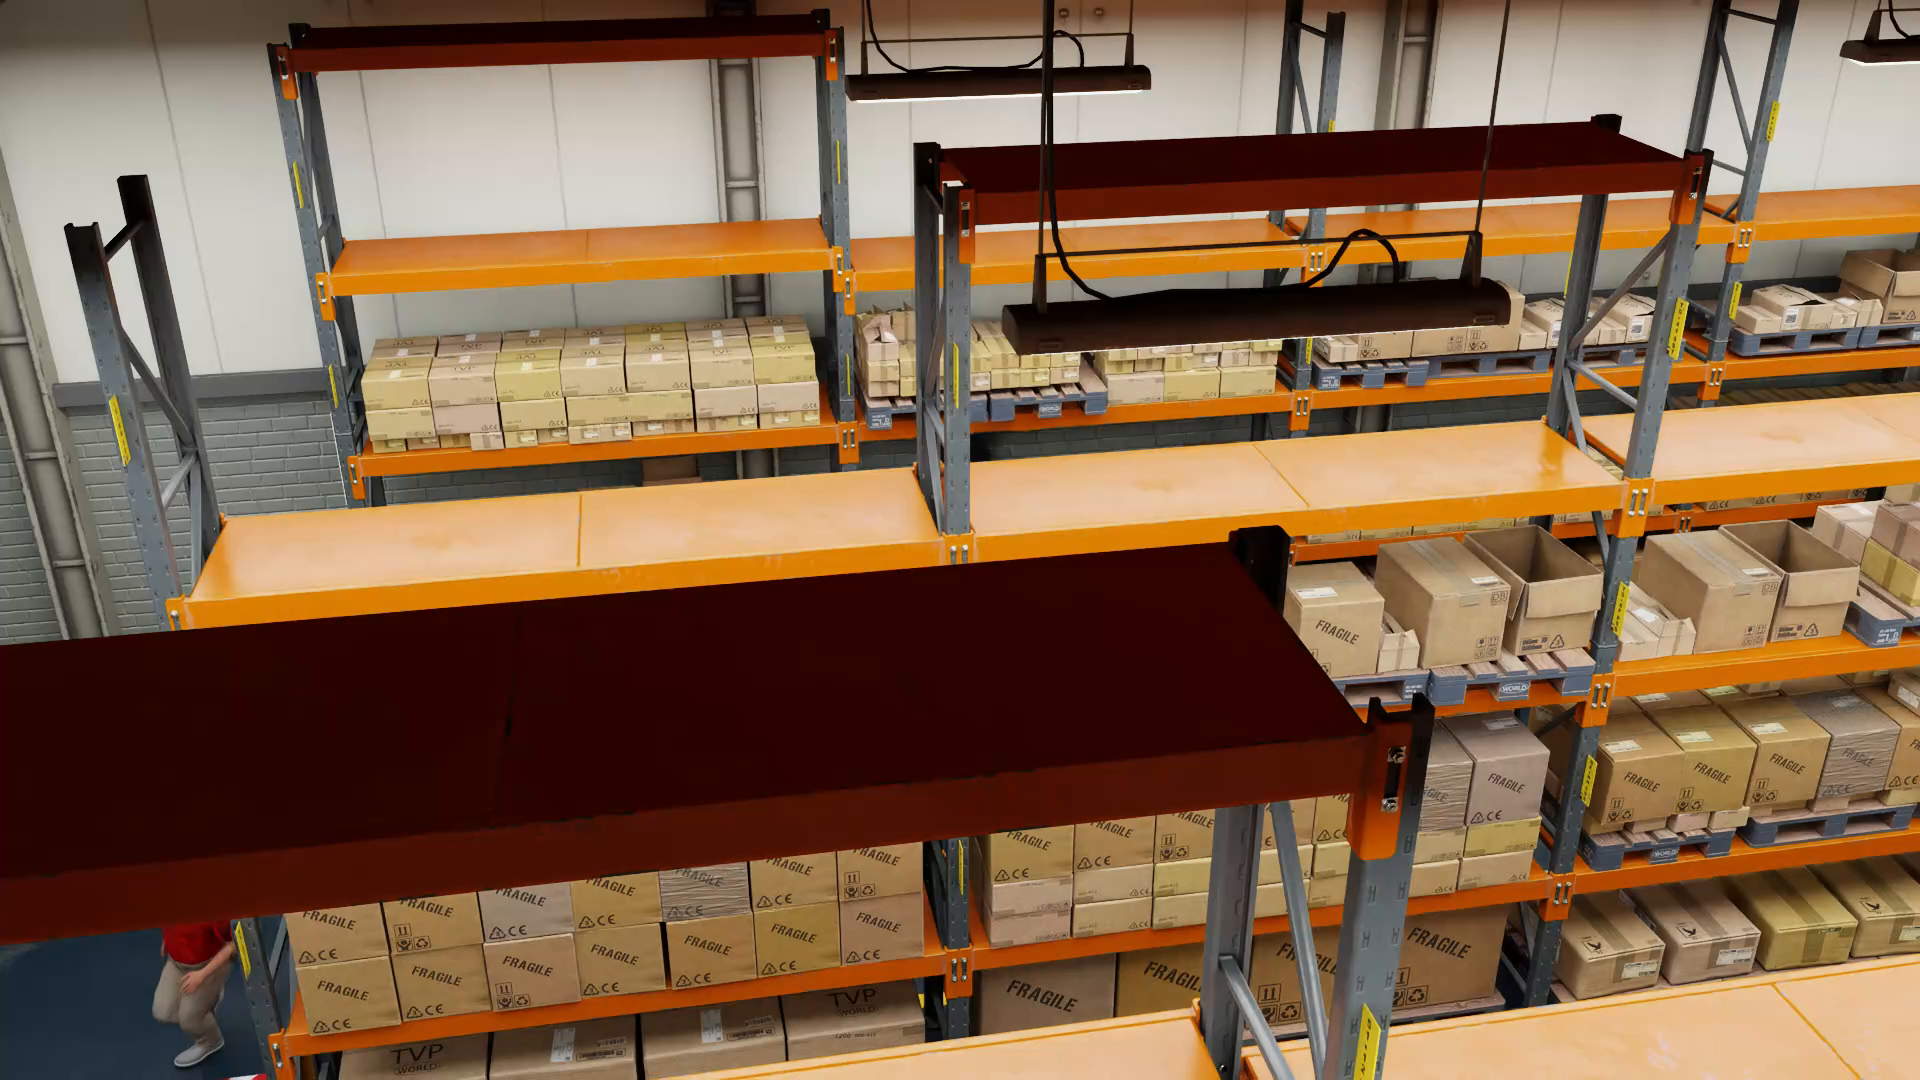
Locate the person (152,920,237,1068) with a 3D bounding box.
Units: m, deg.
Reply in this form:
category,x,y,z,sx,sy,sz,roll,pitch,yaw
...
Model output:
category,x,y,z,sx,sy,sz,roll,pitch,yaw
person,-4.919,2.742,10.731,0.701,1.650,0.542,12,28,24
